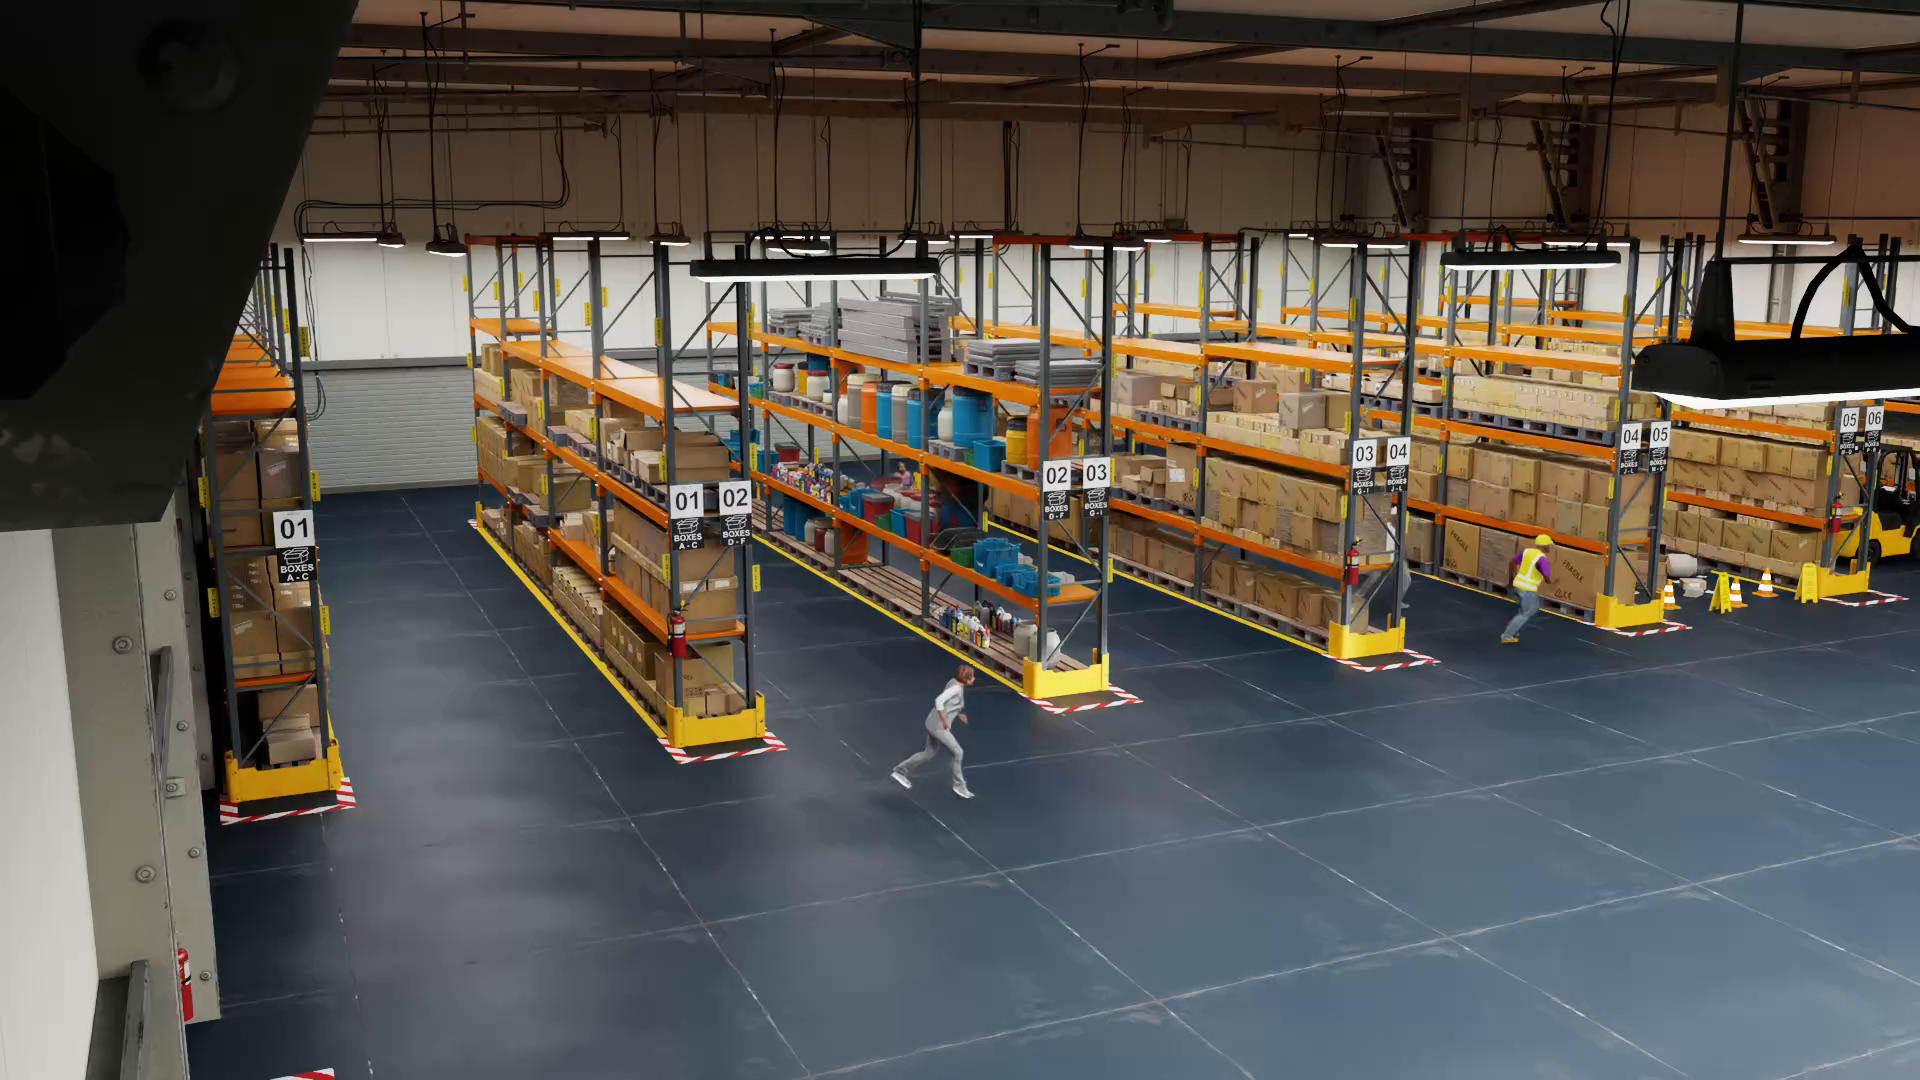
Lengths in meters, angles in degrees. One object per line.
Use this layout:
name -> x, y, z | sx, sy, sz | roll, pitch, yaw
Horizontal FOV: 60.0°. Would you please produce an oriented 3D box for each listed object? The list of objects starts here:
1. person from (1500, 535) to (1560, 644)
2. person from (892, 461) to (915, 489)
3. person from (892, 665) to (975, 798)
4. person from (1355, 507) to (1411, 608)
person -> 8.580, 0.727, 25.020 | 0.861, 1.652, 0.706 | -1, 11, -6
person -> -1.172, -0.784, 33.052 | 0.538, 1.592, 0.733 | -4, 12, -21
person -> -0.297, 2.143, 18.287 | 0.917, 1.507, 0.578 | 1, 11, 3
person -> 6.937, 0.278, 27.304 | 0.886, 1.687, 0.759 | -4, 12, -19
